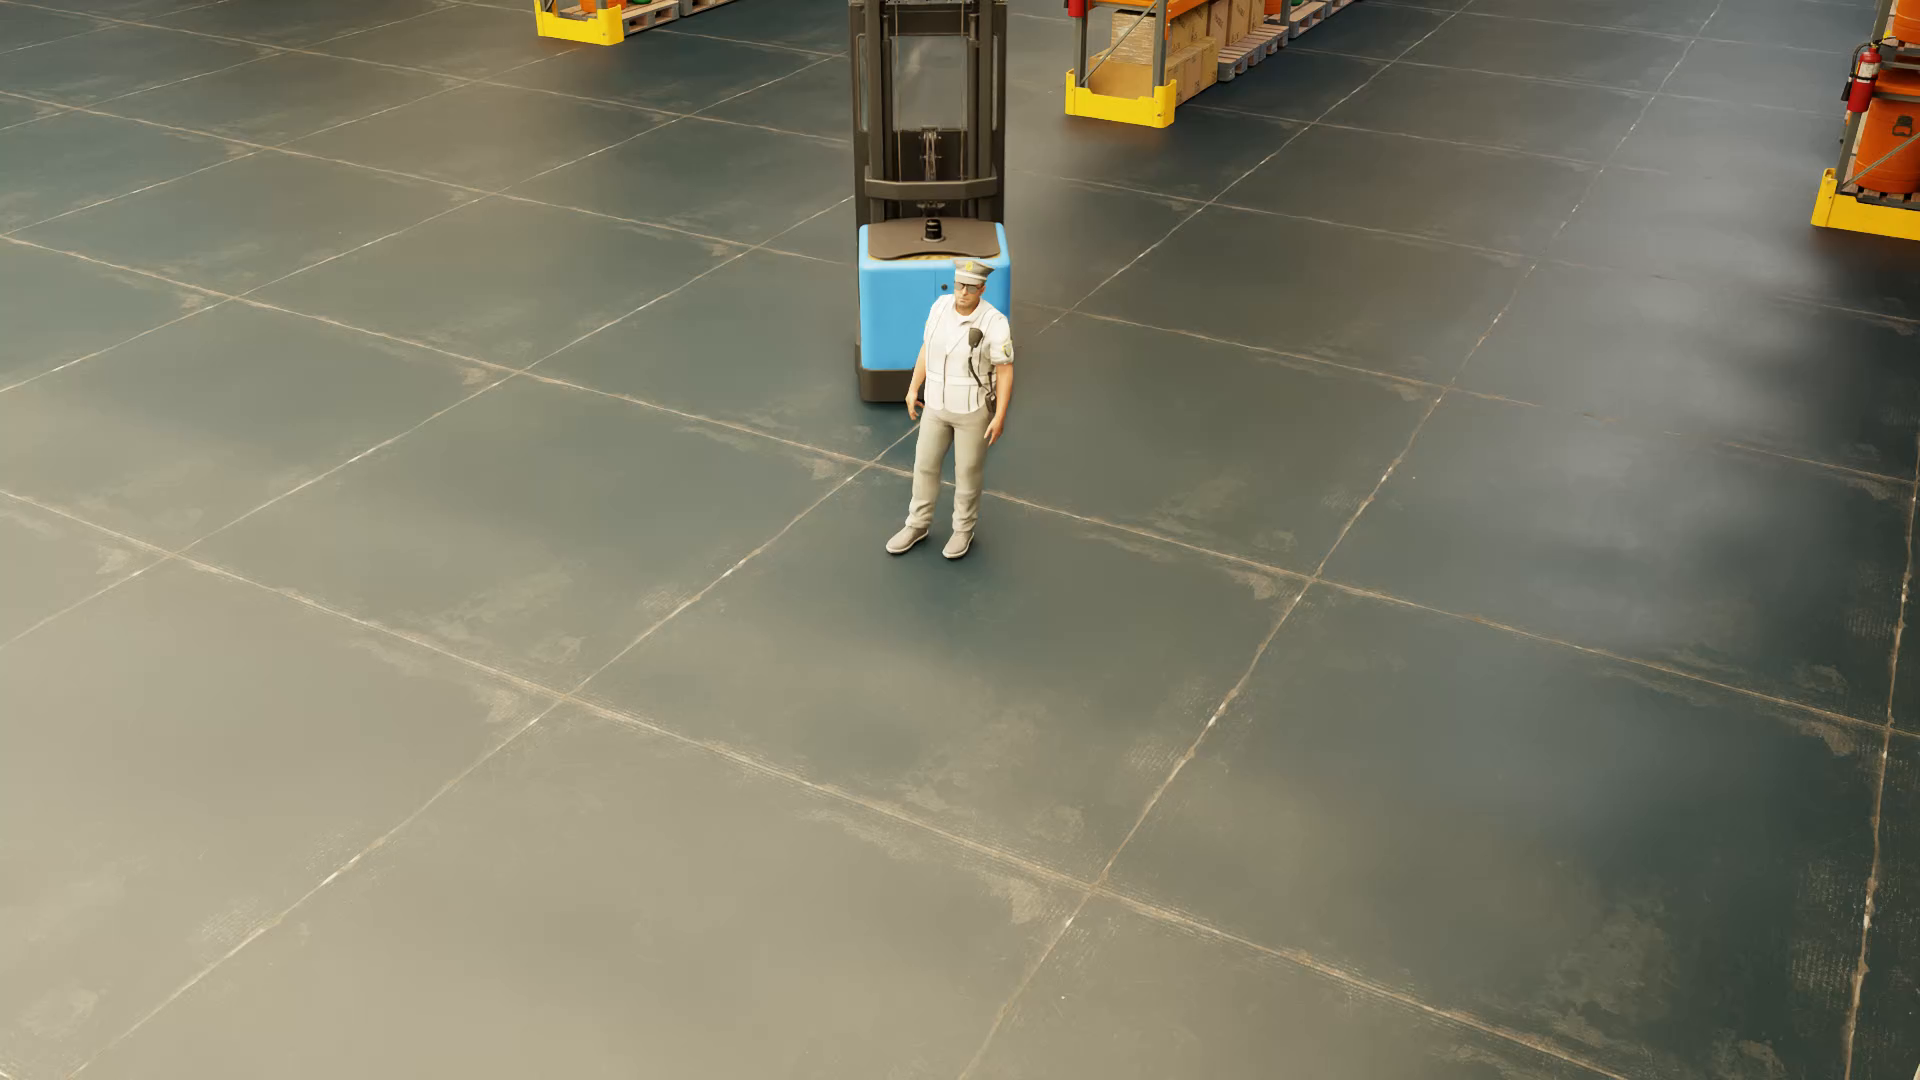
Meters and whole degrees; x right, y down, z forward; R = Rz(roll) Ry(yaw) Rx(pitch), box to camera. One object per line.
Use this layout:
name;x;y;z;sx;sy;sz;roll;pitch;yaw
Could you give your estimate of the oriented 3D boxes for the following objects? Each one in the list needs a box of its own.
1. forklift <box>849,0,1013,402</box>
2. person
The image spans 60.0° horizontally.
forklift;-0.233;-2.927;12.143;1.130;2.935;3.031;-1;30;-2
person;-0.048;-0.746;9.500;0.641;1.778;0.574;15;33;25
